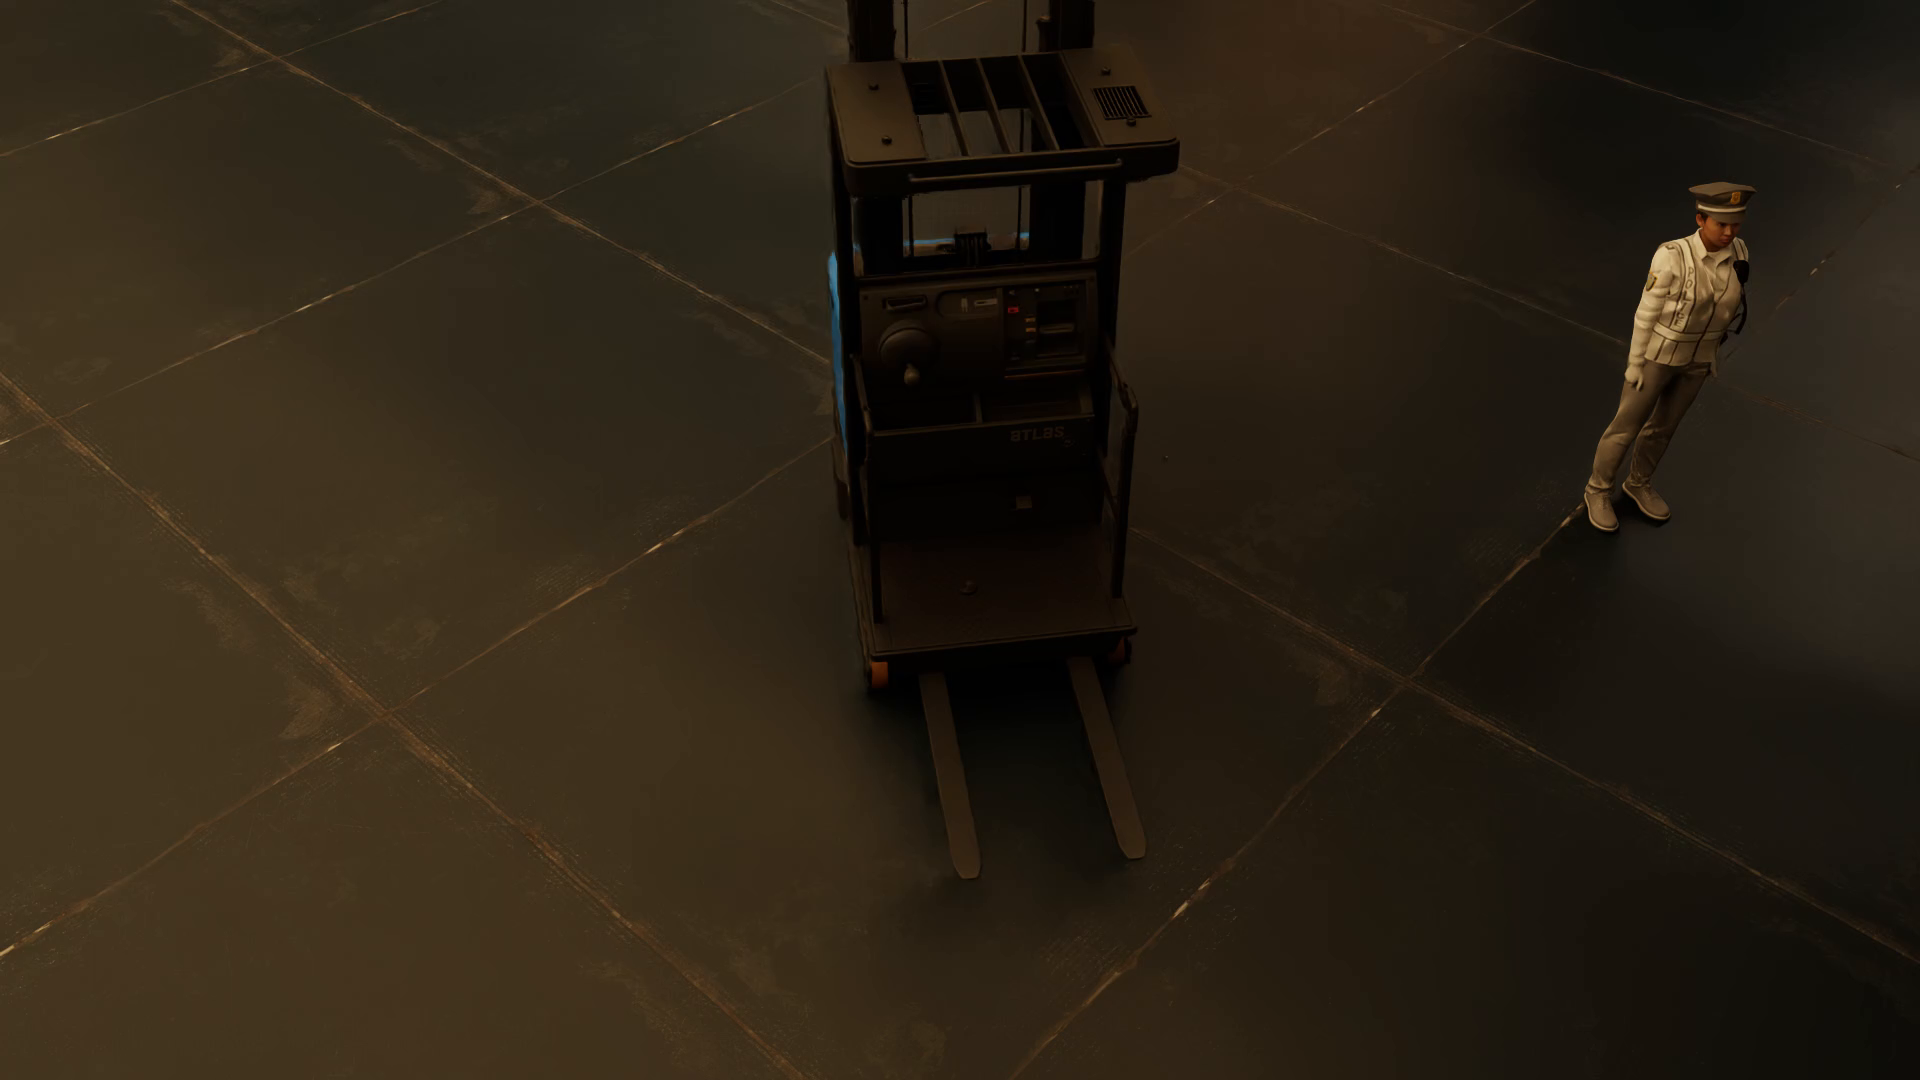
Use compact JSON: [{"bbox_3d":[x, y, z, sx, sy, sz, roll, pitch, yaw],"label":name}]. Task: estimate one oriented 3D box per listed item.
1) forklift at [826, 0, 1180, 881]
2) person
[{"bbox_3d":[0.112,-0.739,6.289,1.130,2.935,3.031,-6,41,-6],"label":"forklift"},{"bbox_3d":[3.150,-0.807,7.324,0.464,1.694,0.355,-9,42,-11],"label":"person"}]
